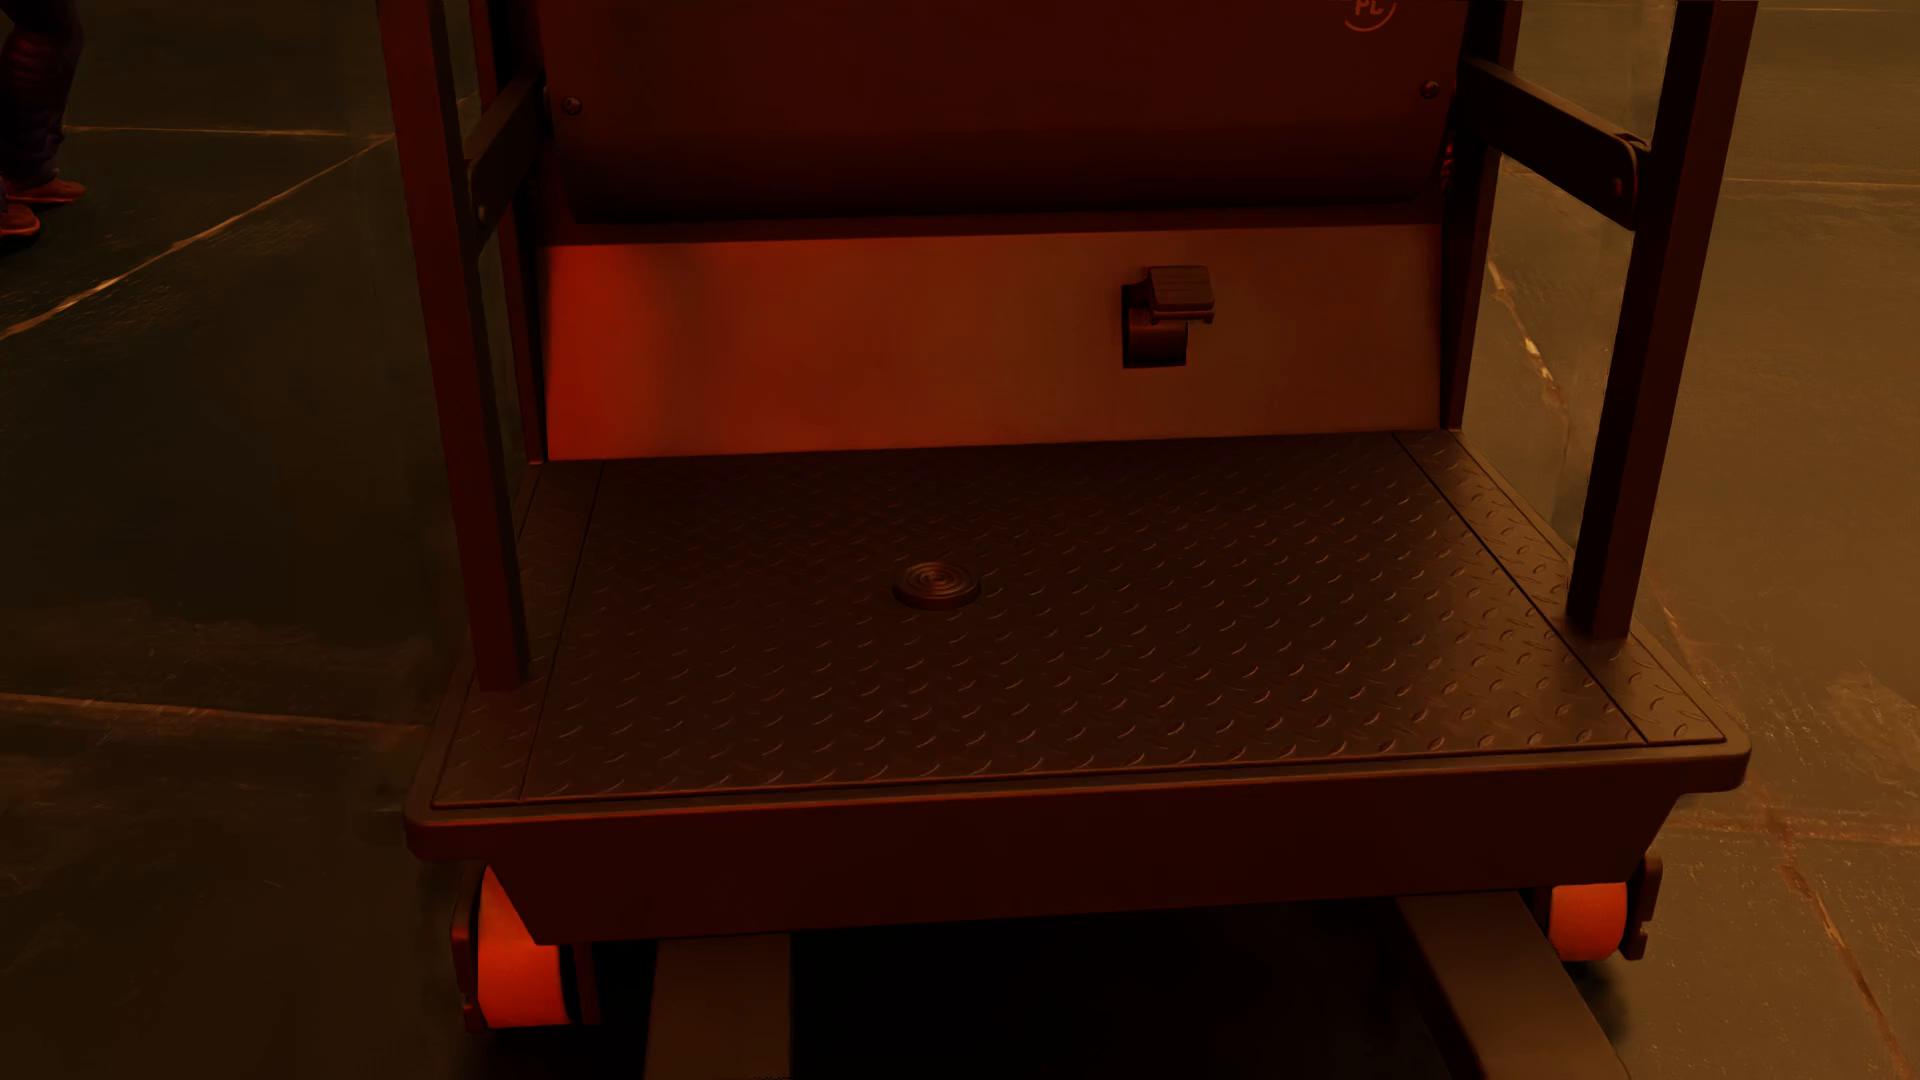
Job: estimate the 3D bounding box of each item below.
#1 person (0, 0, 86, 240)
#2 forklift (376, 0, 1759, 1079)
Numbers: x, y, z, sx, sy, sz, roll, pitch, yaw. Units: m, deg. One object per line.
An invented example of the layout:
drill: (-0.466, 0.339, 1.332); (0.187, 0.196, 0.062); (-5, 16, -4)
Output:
person: (-2.153, -1.439, 3.725); (0.746, 1.532, 0.786); (-1, 27, -1)
forklift: (0.070, -1.008, 1.238); (1.130, 2.935, 3.031); (-2, 27, -5)
